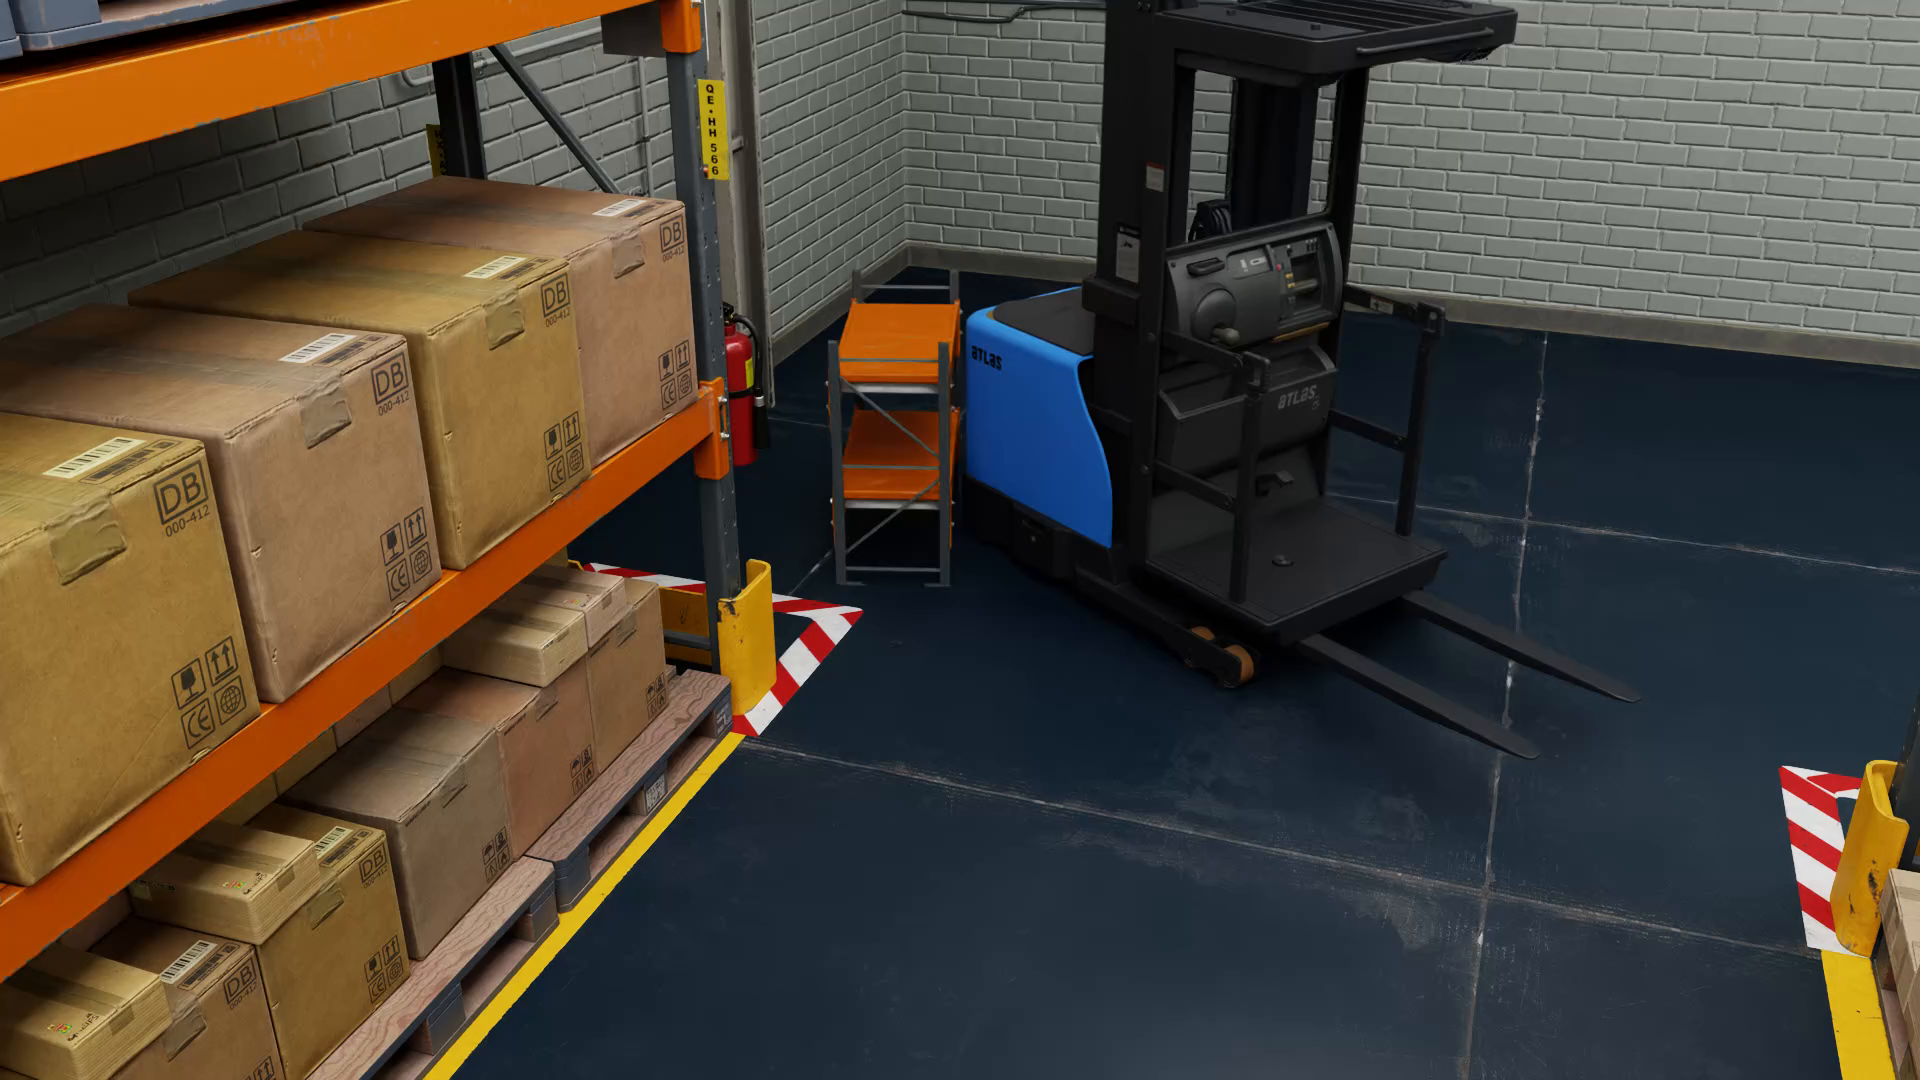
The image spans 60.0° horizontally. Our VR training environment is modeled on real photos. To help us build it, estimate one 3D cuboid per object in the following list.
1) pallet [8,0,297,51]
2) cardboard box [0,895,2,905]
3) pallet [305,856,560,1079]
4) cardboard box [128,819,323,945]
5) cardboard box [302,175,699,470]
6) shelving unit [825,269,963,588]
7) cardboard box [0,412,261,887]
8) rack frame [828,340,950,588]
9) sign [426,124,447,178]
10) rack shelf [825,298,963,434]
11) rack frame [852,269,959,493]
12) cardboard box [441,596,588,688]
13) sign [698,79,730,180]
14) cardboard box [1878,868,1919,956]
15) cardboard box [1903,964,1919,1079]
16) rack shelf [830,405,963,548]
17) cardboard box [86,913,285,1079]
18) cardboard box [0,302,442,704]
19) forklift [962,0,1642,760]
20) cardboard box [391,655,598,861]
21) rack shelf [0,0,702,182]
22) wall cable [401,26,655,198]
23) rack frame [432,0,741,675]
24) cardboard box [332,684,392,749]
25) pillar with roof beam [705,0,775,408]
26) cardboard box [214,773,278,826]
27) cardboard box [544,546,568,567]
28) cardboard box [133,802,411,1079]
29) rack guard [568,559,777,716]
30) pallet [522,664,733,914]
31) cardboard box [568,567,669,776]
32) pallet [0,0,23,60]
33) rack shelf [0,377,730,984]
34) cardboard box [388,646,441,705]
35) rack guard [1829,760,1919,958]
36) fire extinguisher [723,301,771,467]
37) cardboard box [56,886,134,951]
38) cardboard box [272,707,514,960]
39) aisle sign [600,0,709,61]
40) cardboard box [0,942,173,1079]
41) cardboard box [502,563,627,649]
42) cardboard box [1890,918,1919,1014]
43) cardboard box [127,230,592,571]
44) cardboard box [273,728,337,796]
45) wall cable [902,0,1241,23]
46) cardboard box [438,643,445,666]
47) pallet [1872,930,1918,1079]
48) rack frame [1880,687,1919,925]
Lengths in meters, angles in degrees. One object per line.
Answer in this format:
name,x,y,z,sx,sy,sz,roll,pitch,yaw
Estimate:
pallet,-1.967,-1.315,3.684,1.003,0.211,1.213,9,27,17
cardboard box,-2.461,0.474,2.985,0.980,0.700,0.700,9,27,18
pallet,-1.926,1.280,4.863,1.003,0.211,1.213,9,27,17
cardboard box,-1.852,0.852,4.190,0.380,0.149,0.250,8,27,16
cardboard box,-1.486,-0.738,5.489,0.980,0.700,0.700,10,28,20
shelving unit,-0.275,-0.529,7.551,0.538,1.125,1.048,1,26,2
cardboard box,-2.213,0.175,3.603,0.980,0.700,0.700,8,27,16
rack frame,-0.295,-0.307,7.093,0.500,1.125,0.032,1,26,2
sign,-1.847,-1.323,5.955,0.100,0.325,0.005,9,27,17
rack shelf,-0.275,-0.792,7.423,0.538,0.278,1.000,1,26,2
rack frame,-0.255,-0.750,8.008,0.500,1.125,0.032,1,26,2
cardboard box,-1.420,0.316,5.297,0.380,0.149,0.250,9,27,19
sign,-0.819,-1.358,5.512,0.100,0.325,0.005,9,27,17
cardboard box,2.883,1.110,4.782,0.380,0.149,0.250,9,27,17
cardboard box,2.732,1.330,4.212,0.500,0.250,0.500,9,27,17
rack shelf,-0.275,-0.309,7.657,0.538,0.278,1.000,1,26,2
cardboard box,-2.141,1.267,4.077,0.700,0.500,0.500,8,27,17
cardboard box,-1.980,-0.126,4.223,0.980,0.700,0.700,7,27,15
forklift,1.302,-0.981,6.413,1.130,2.935,3.031,-18,31,-33
cardboard box,-1.631,0.630,5.394,0.700,0.500,0.500,9,27,17
rack shelf,-1.991,-1.019,3.795,1.077,0.370,4.000,9,27,17
wall cable,-1.792,-1.935,7.138,0.084,1.984,1.851,9,27,17
rack frame,-1.326,-0.814,5.990,1.000,3.000,0.127,9,27,17
cardboard box,-1.947,0.467,4.985,0.380,0.149,0.250,9,27,18
pillar with roof beam,2.817,-4.125,5.944,9.100,9.000,0.400,9,27,17
cardboard box,-2.116,0.677,4.552,0.380,0.149,0.250,8,27,17
cardboard box,-1.611,0.052,5.844,0.380,0.149,0.250,9,27,18
cardboard box,-1.968,1.057,4.512,0.700,0.500,0.500,9,27,19
rack guard,-1.318,0.301,6.555,1.175,0.500,0.348,9,27,17
pallet,-1.518,0.781,5.895,1.003,0.211,1.213,9,27,17
cardboard box,-1.464,0.424,5.819,0.700,0.500,0.500,9,27,17
pallet,-2.375,-0.815,2.652,1.003,0.211,1.213,9,27,17
rack shelf,-1.991,0.331,4.449,1.077,0.370,4.000,9,27,17
cardboard box,-1.863,0.363,5.201,0.380,0.149,0.250,9,27,18
rack guard,3.322,1.059,4.989,1.175,0.500,0.348,9,27,17
fire extinguisher,-0.840,-0.607,6.078,0.296,0.674,0.183,9,27,17
cardboard box,-2.286,0.887,4.119,0.380,0.149,0.250,8,27,16
cardboard box,-1.798,0.836,4.967,0.700,0.500,0.500,8,27,16
aisle sign,-1.019,-1.970,5.394,0.394,0.787,0.004,9,27,17
cardboard box,-2.025,1.067,3.747,0.380,0.149,0.250,10,27,19
cardboard box,-1.335,0.211,5.514,0.380,0.149,0.250,8,27,17
cardboard box,2.800,1.205,4.566,0.380,0.166,0.250,9,27,17
cardboard box,-1.718,-0.438,4.868,0.980,0.700,0.700,9,27,17
cardboard box,-2.032,0.573,4.767,0.380,0.149,0.250,9,27,18
wall cable,0.893,-4.389,10.053,3.097,2.526,0.112,9,27,17
cardboard box,-1.779,0.260,5.413,0.380,0.149,0.250,9,27,18
pallet,3.057,1.517,4.376,1.003,0.211,1.213,9,27,17
rack frame,3.347,-0.097,4.509,1.000,3.000,0.127,9,27,17
